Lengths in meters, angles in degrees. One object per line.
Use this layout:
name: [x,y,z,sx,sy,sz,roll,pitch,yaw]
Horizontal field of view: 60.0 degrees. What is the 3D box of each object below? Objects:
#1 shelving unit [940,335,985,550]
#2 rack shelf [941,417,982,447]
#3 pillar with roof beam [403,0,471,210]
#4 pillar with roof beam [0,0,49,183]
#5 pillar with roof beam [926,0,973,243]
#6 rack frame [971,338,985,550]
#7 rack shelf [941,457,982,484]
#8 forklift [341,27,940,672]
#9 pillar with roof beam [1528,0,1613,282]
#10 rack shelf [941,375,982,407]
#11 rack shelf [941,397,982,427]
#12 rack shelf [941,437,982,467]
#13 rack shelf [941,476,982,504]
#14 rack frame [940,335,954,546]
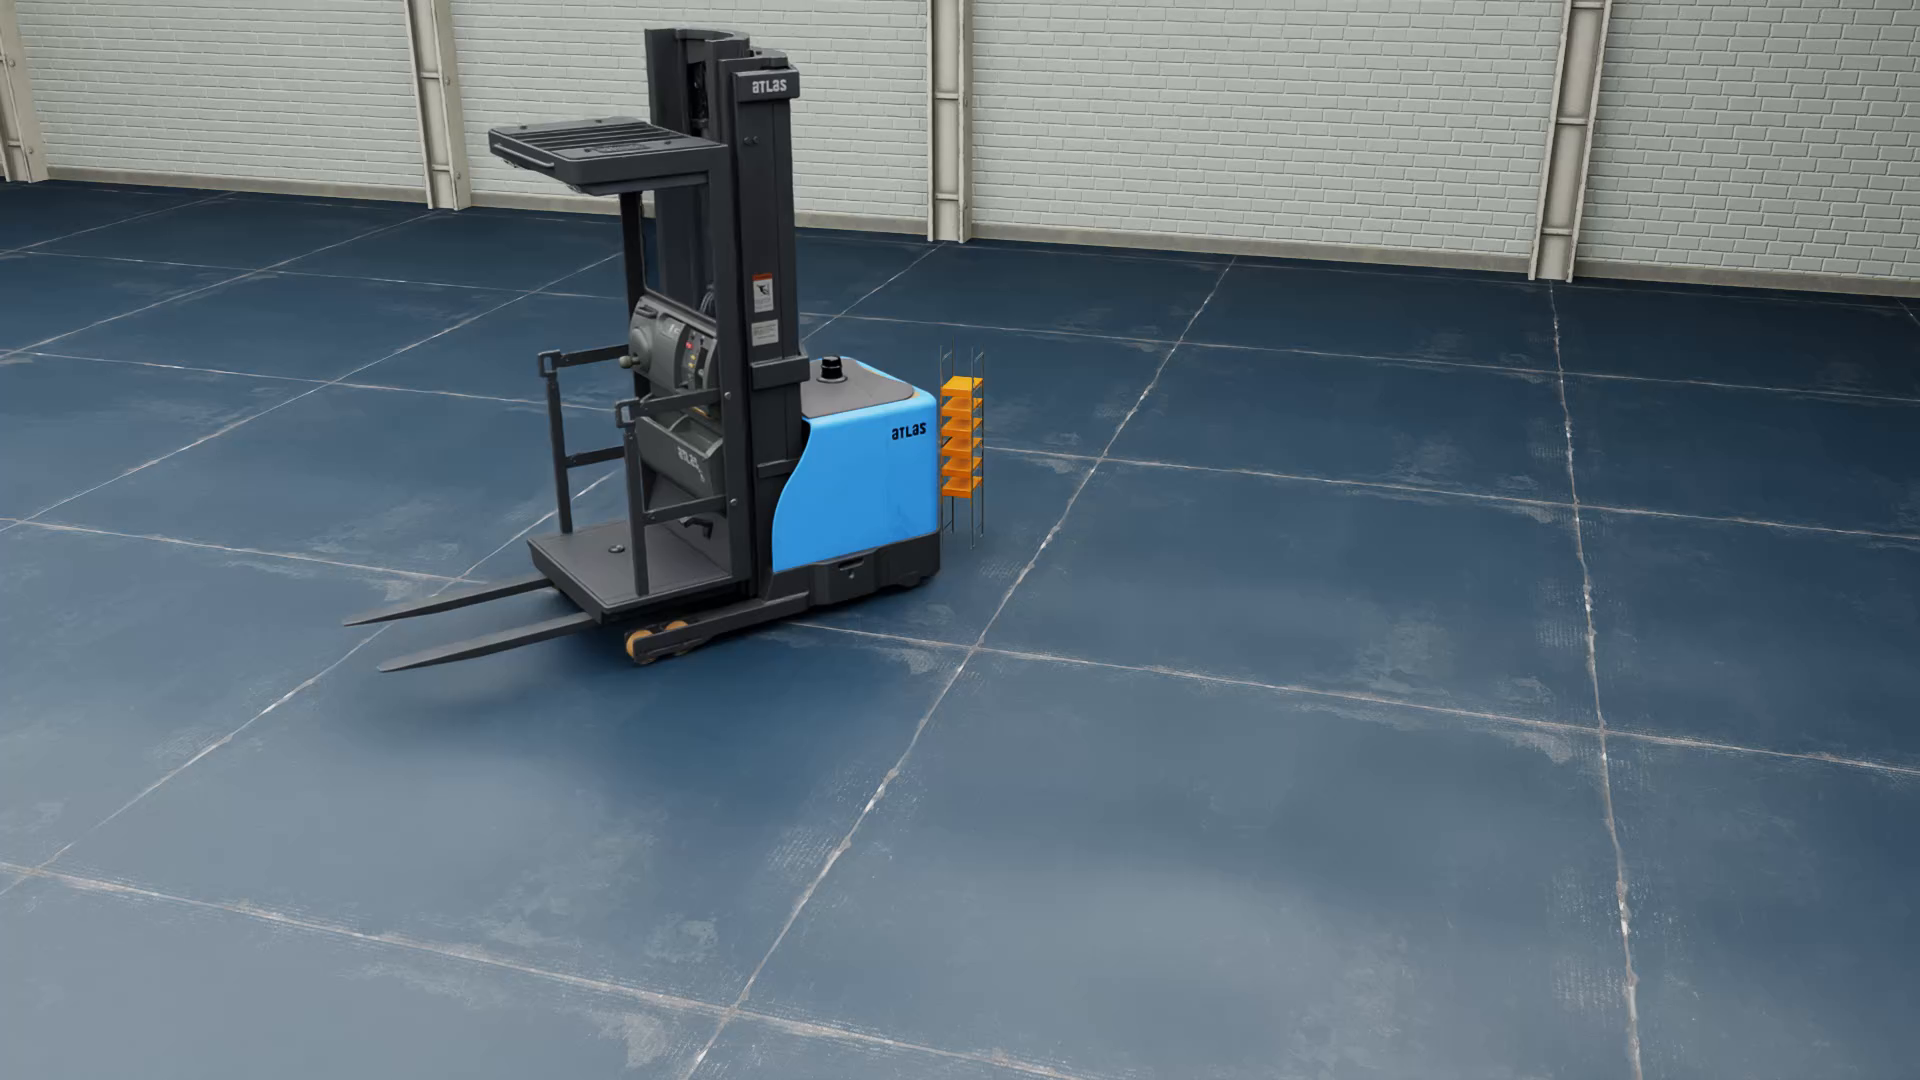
shelving unit: [0.014,-0.554,9.538,0.189,1.200,0.258,7,23,16]
rack shelf: [0.014,-0.623,9.510,0.180,0.103,0.258,7,23,16]
pillar with roof beam: [-7.095,-6.425,13.576,0.400,9.000,9.100,7,23,16]
pillar with roof beam: [-12.839,-7.083,15.179,0.400,9.000,9.100,7,23,16]
pillar with roof beam: [-1.350,-5.767,11.972,0.400,9.000,9.100,7,23,16]
rack frame: [0.101,-0.544,9.514,0.006,1.200,0.240,7,23,16]
rack shelf: [0.014,-0.401,9.601,0.180,0.103,0.258,7,23,16]
forklift: [-1.617,-0.967,8.265,3.031,2.935,1.130,-14,26,-31]
pillar with roof beam: [4.394,-5.109,10.369,0.400,9.000,9.100,7,23,16]
rack shelf: [0.014,-0.845,9.419,0.180,0.103,0.258,7,23,16]
rack shelf: [0.014,-0.734,9.464,0.180,0.103,0.258,7,23,16]
rack shelf: [0.014,-0.512,9.555,0.180,0.103,0.258,7,23,16]
rack shelf: [0.014,-0.290,9.646,0.180,0.103,0.258,7,23,16]
rack frame: [-0.074,-0.564,9.563,0.006,1.200,0.240,7,23,16]
